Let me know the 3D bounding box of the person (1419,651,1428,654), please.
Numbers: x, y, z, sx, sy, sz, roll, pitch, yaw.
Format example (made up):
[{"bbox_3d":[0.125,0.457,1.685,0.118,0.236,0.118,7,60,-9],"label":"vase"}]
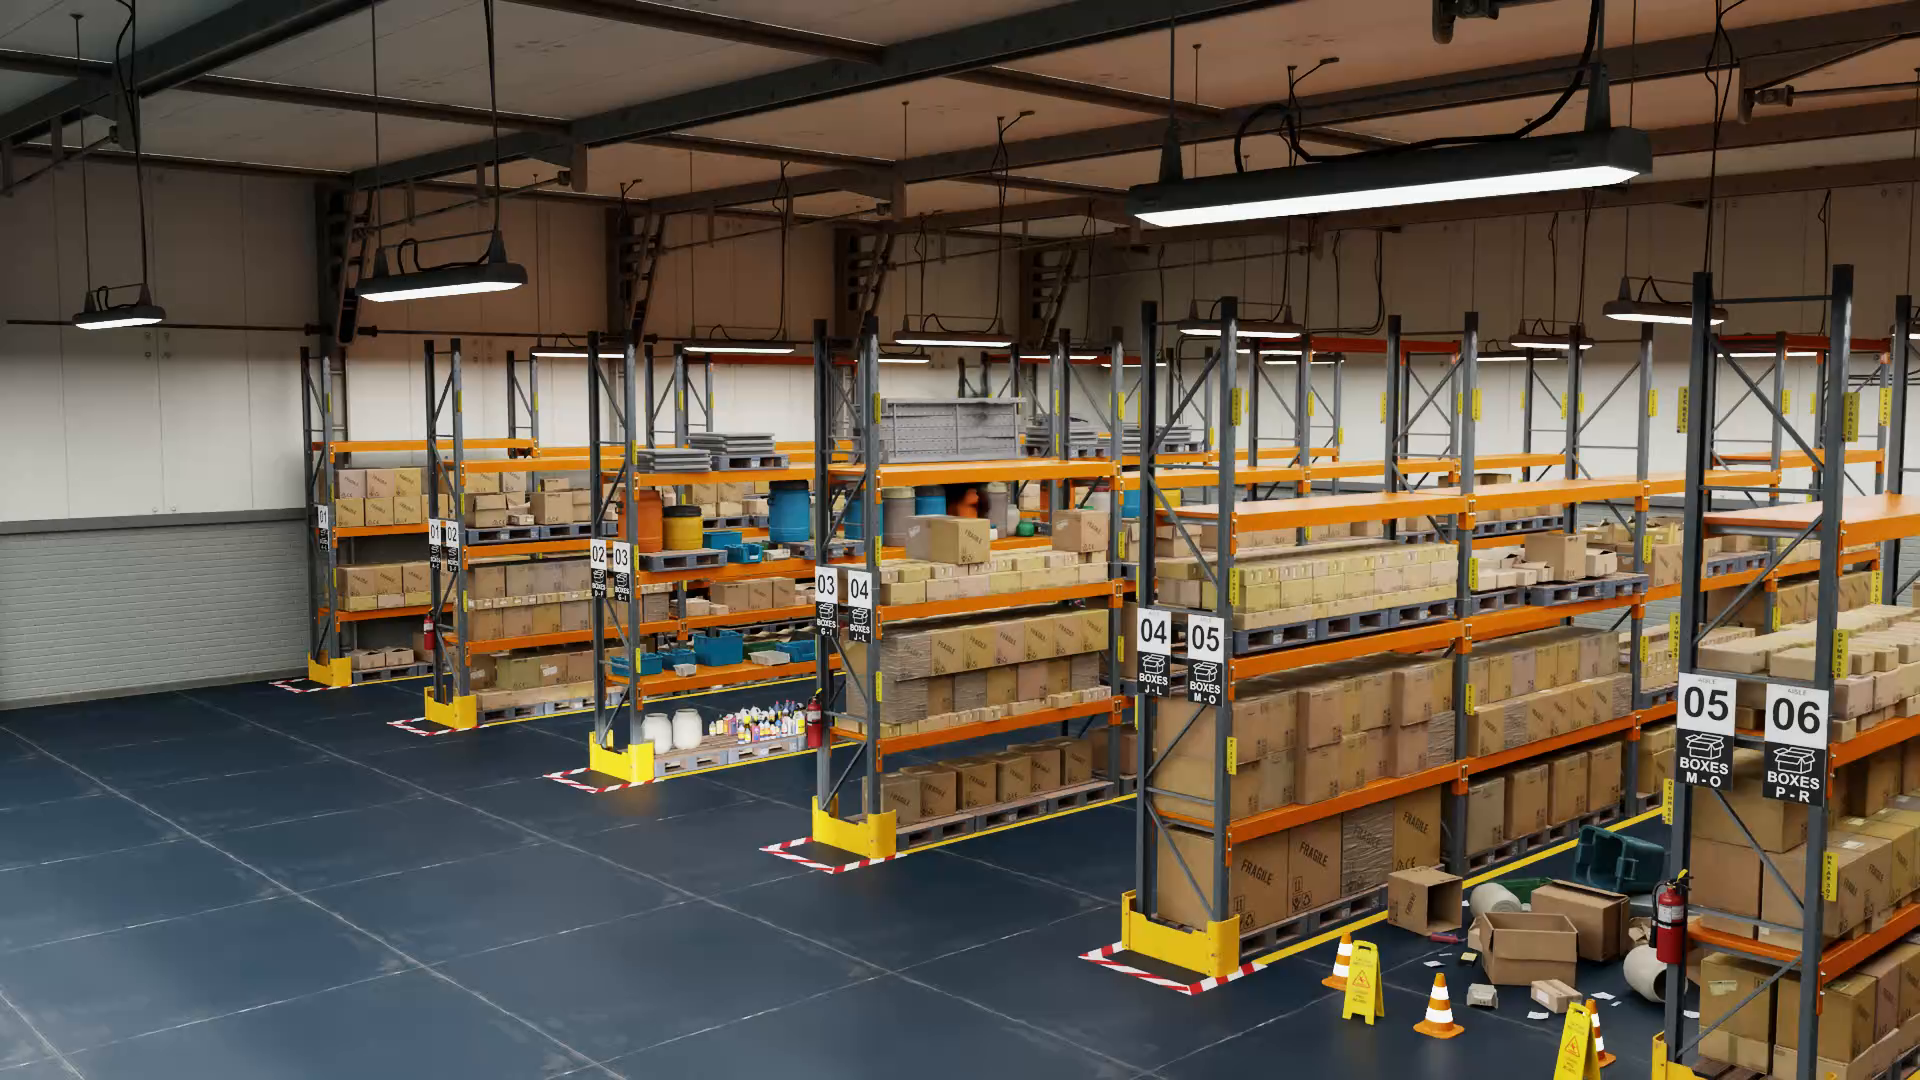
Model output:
[{"bbox_3d":[6.124,2.336,21.837,0.613,1.803,0.952,5,7,45],"label":"person"}]
